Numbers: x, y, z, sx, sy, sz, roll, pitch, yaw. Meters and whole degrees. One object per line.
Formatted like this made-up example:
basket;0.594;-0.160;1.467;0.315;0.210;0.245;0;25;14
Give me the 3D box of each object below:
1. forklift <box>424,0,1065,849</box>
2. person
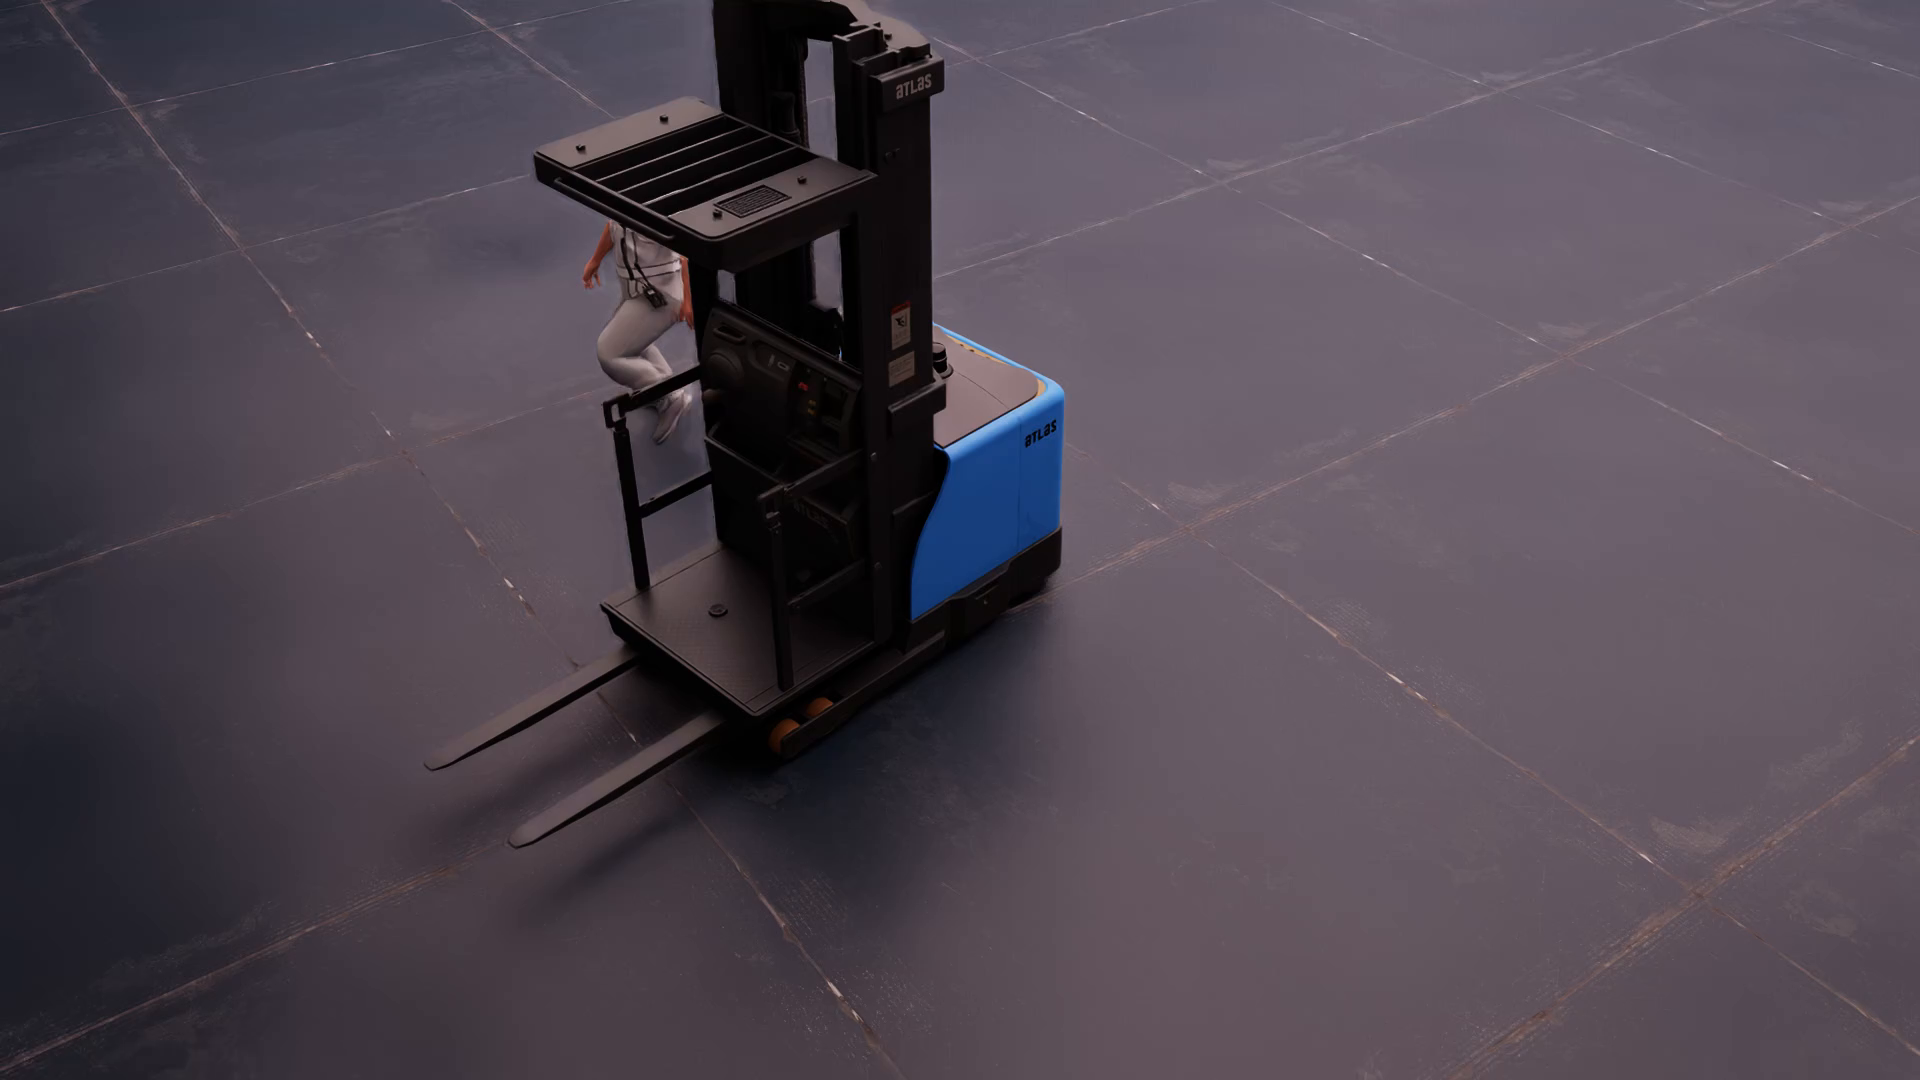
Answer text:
forklift;-0.897;-0.589;6.742;1.130;2.935;3.031;30;46;34
person;-1.702;-1.334;8.850;0.609;1.656;0.822;-7;37;-10
